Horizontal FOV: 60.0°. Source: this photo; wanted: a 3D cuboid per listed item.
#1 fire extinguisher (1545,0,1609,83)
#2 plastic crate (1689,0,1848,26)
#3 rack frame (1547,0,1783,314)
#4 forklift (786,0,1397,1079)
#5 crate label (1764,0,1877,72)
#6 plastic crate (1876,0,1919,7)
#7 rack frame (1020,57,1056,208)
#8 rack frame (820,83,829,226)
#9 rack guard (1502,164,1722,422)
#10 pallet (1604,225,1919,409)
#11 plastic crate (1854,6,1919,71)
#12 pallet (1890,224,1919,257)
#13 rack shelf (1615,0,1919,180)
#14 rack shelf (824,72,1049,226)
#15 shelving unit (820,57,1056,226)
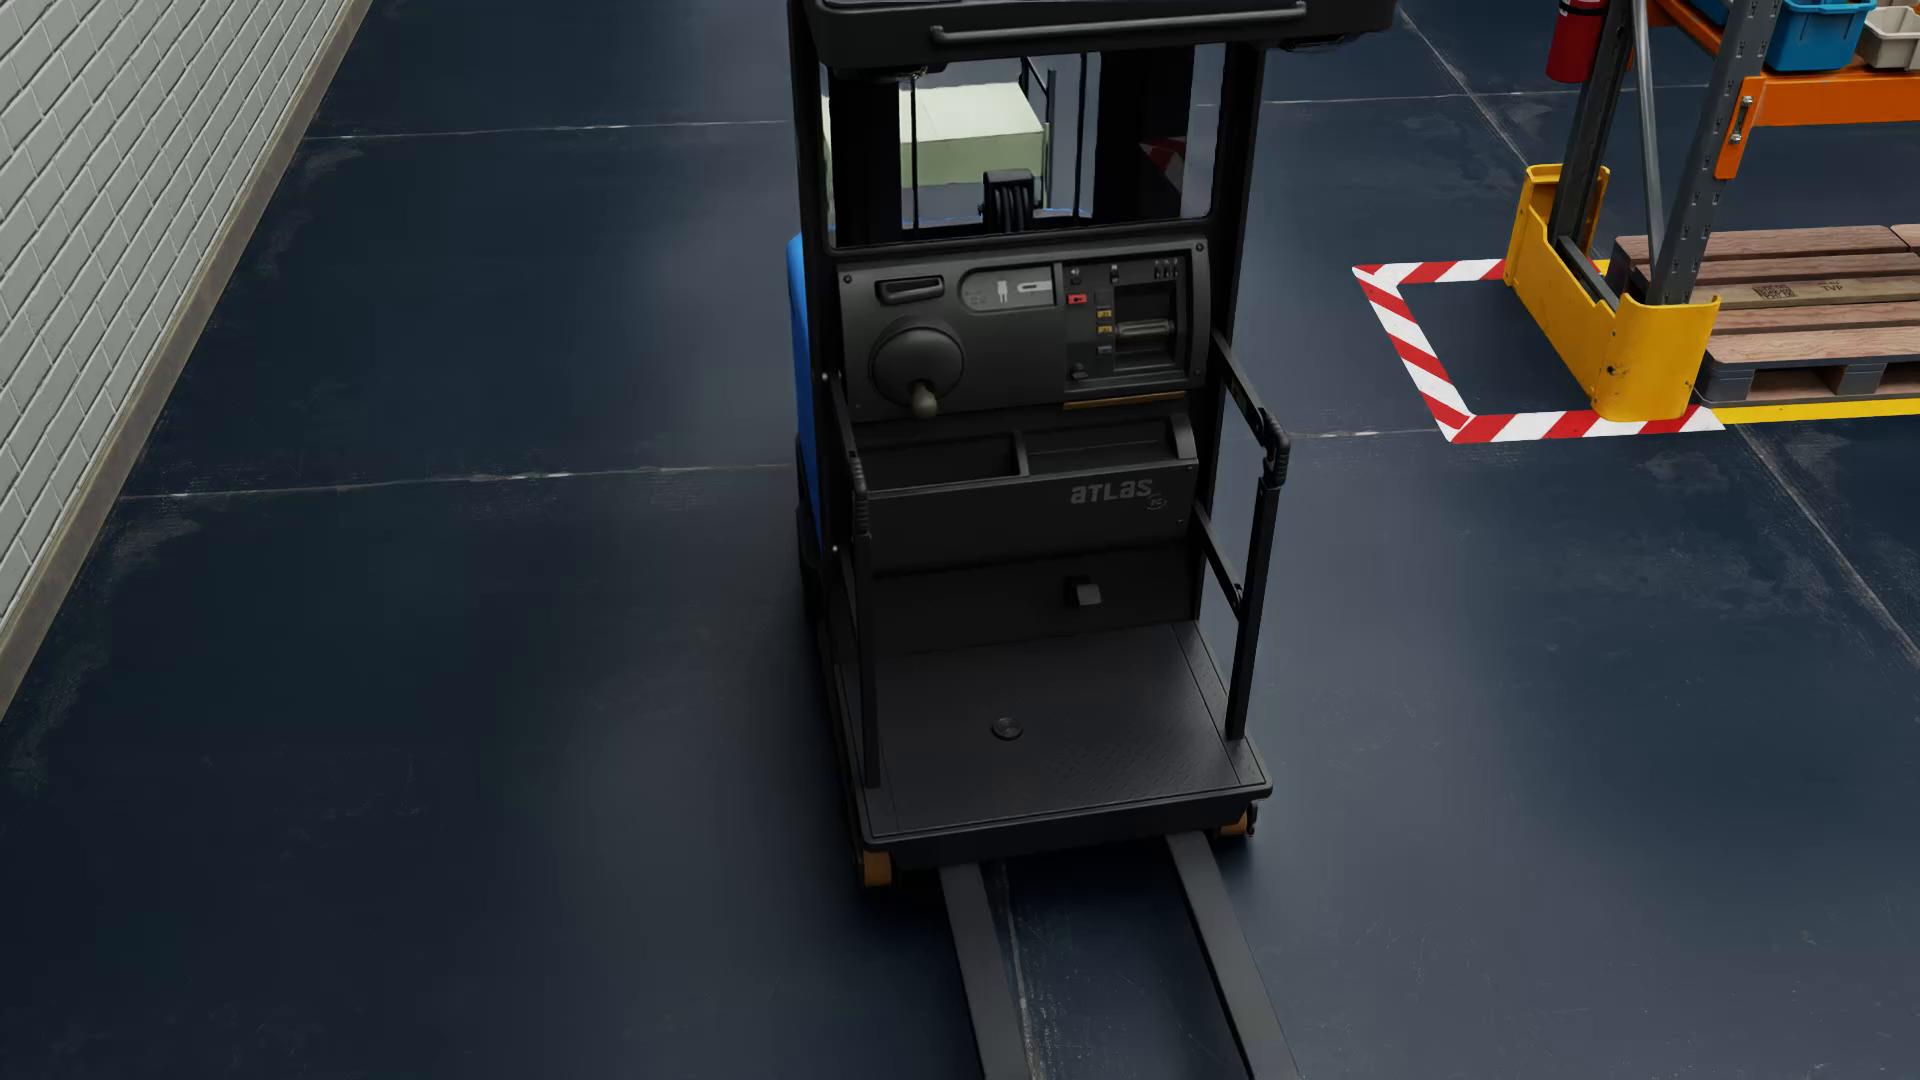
[{"bbox_3d":[2.393,-2.096,6.348,0.183,0.674,0.296,-3,38,-4],"label":"fire extinguisher"},{"bbox_3d":[2.901,-2.171,6.004,0.499,0.435,0.616,-3,38,-4],"label":"plastic crate"},{"bbox_3d":[2.584,-2.000,5.864,0.127,3.000,1.000,-3,38,-4],"label":"rack frame"},{"bbox_3d":[0.207,-0.452,3.956,1.130,2.935,3.031,-7,39,-8],"label":"forklift"},{"bbox_3d":[2.859,-1.769,5.657,0.303,0.233,0.416,-3,38,-4],"label":"crate label"},{"bbox_3d":[3.380,-2.077,6.125,0.243,0.136,0.396,-3,38,-4],"label":"plastic crate"},{"bbox_3d":[0.251,-1.002,5.809,0.023,1.500,0.400,-7,39,-9],"label":"rack frame"},{"bbox_3d":[-0.467,-0.916,5.700,0.023,1.500,0.400,-7,39,-9],"label":"rack frame"},{"bbox_3d":[2.561,-1.010,6.626,0.348,0.500,1.175,-3,38,-4],"label":"rack guard"},{"bbox_3d":[3.409,-0.927,6.755,1.213,0.211,1.003,-3,38,-4],"label":"pallet"},{"bbox_3d":[3.186,-1.697,5.644,0.298,0.136,0.250,-3,38,-4],"label":"plastic crate"},{"bbox_3d":[4.621,-0.992,6.837,1.213,0.211,1.003,-3,38,-4],"label":"pallet"},{"bbox_3d":[4.576,-1.828,6.226,4.000,0.370,1.077,-3,38,-4],"label":"rack shelf"},{"bbox_3d":[-0.108,-1.265,5.513,0.720,0.370,0.431,-7,39,-9],"label":"rack shelf"},{"bbox_3d":[-0.108,-0.959,5.755,0.755,1.500,0.431,-7,39,-9],"label":"shelving unit"}]
